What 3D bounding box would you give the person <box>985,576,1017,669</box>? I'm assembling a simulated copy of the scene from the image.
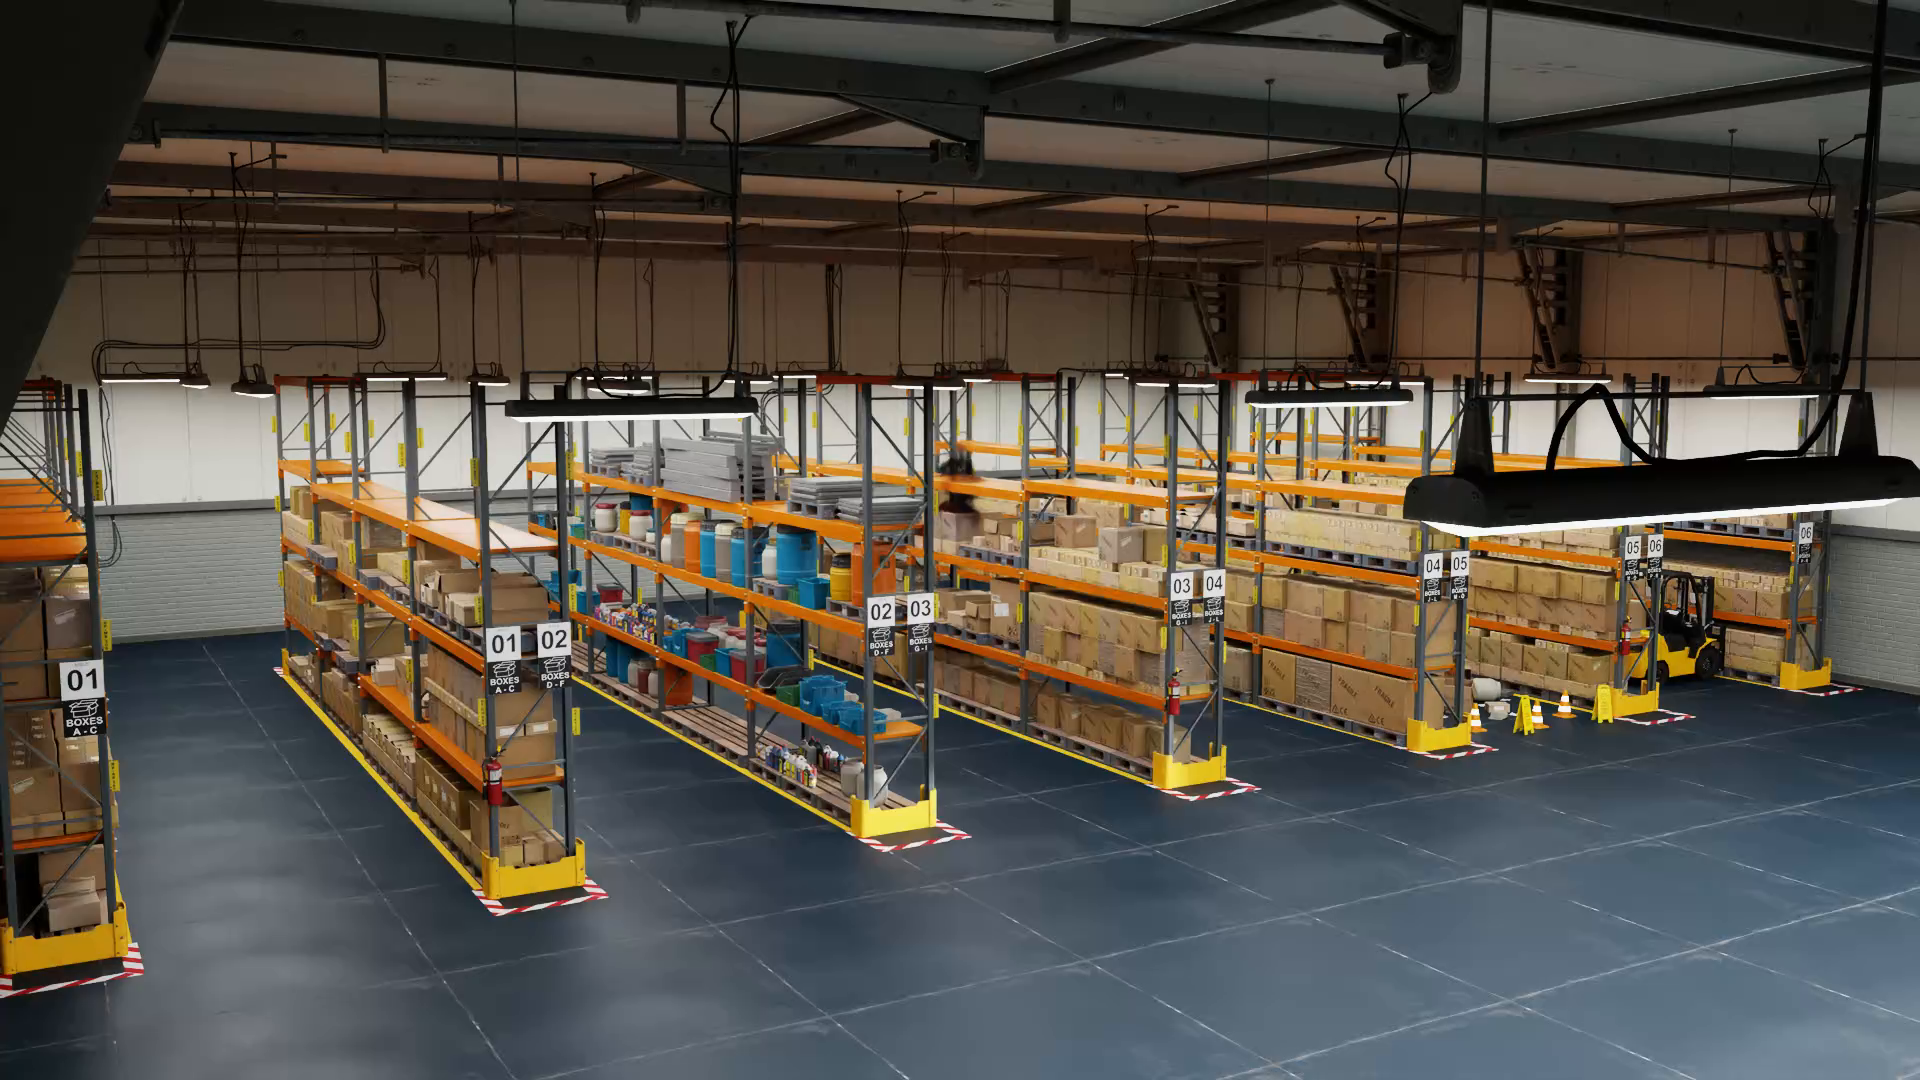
[{"bbox_3d":[0.806,1.607,33.036,0.603,1.850,0.850,-4,7,-33],"label":"person"}]
